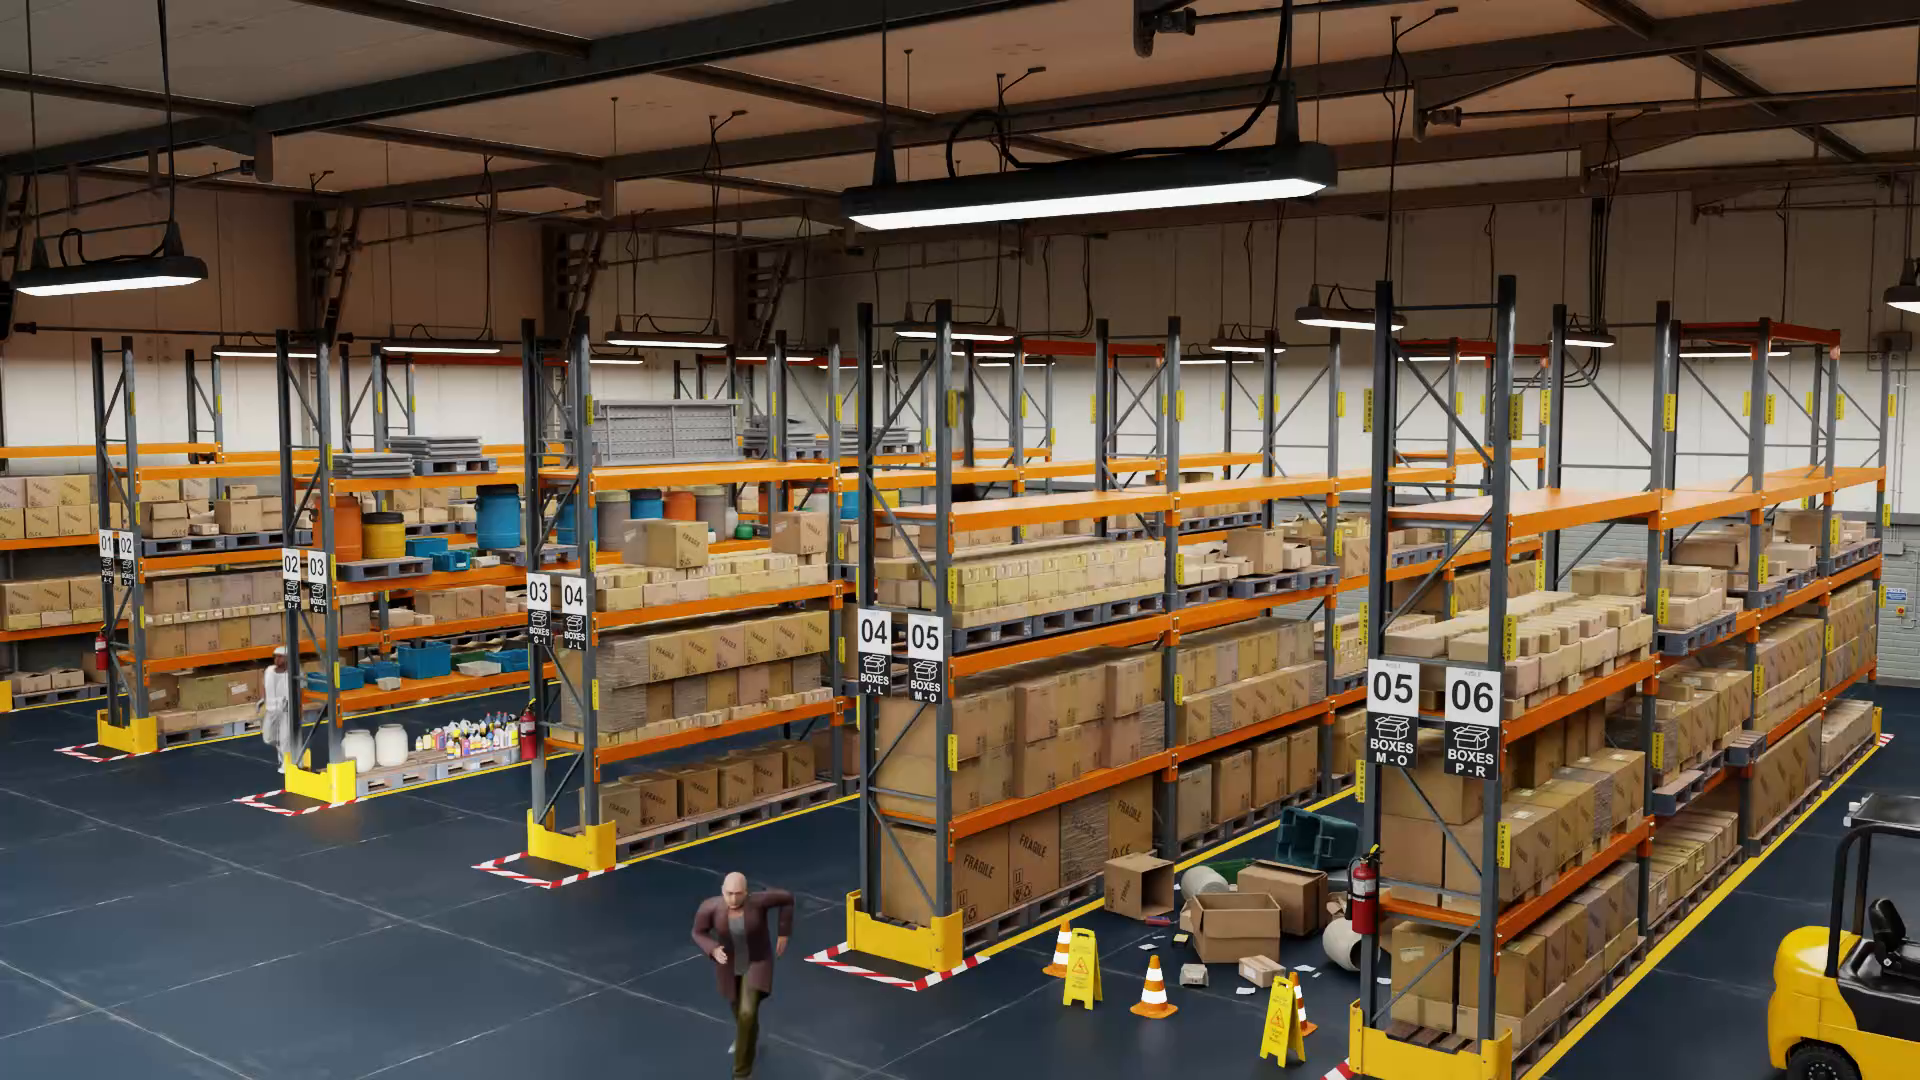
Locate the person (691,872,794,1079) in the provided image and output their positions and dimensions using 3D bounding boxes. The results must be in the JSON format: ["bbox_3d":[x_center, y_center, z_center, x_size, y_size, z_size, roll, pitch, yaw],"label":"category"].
[{"bbox_3d":[-1.620,3.261,12.565,0.752,1.745,1.067,0,5,0],"label":"person"}]

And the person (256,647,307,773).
[{"bbox_3d":[-9.291,2.323,22.766,0.687,1.733,0.596,0,5,4],"label":"person"}]
